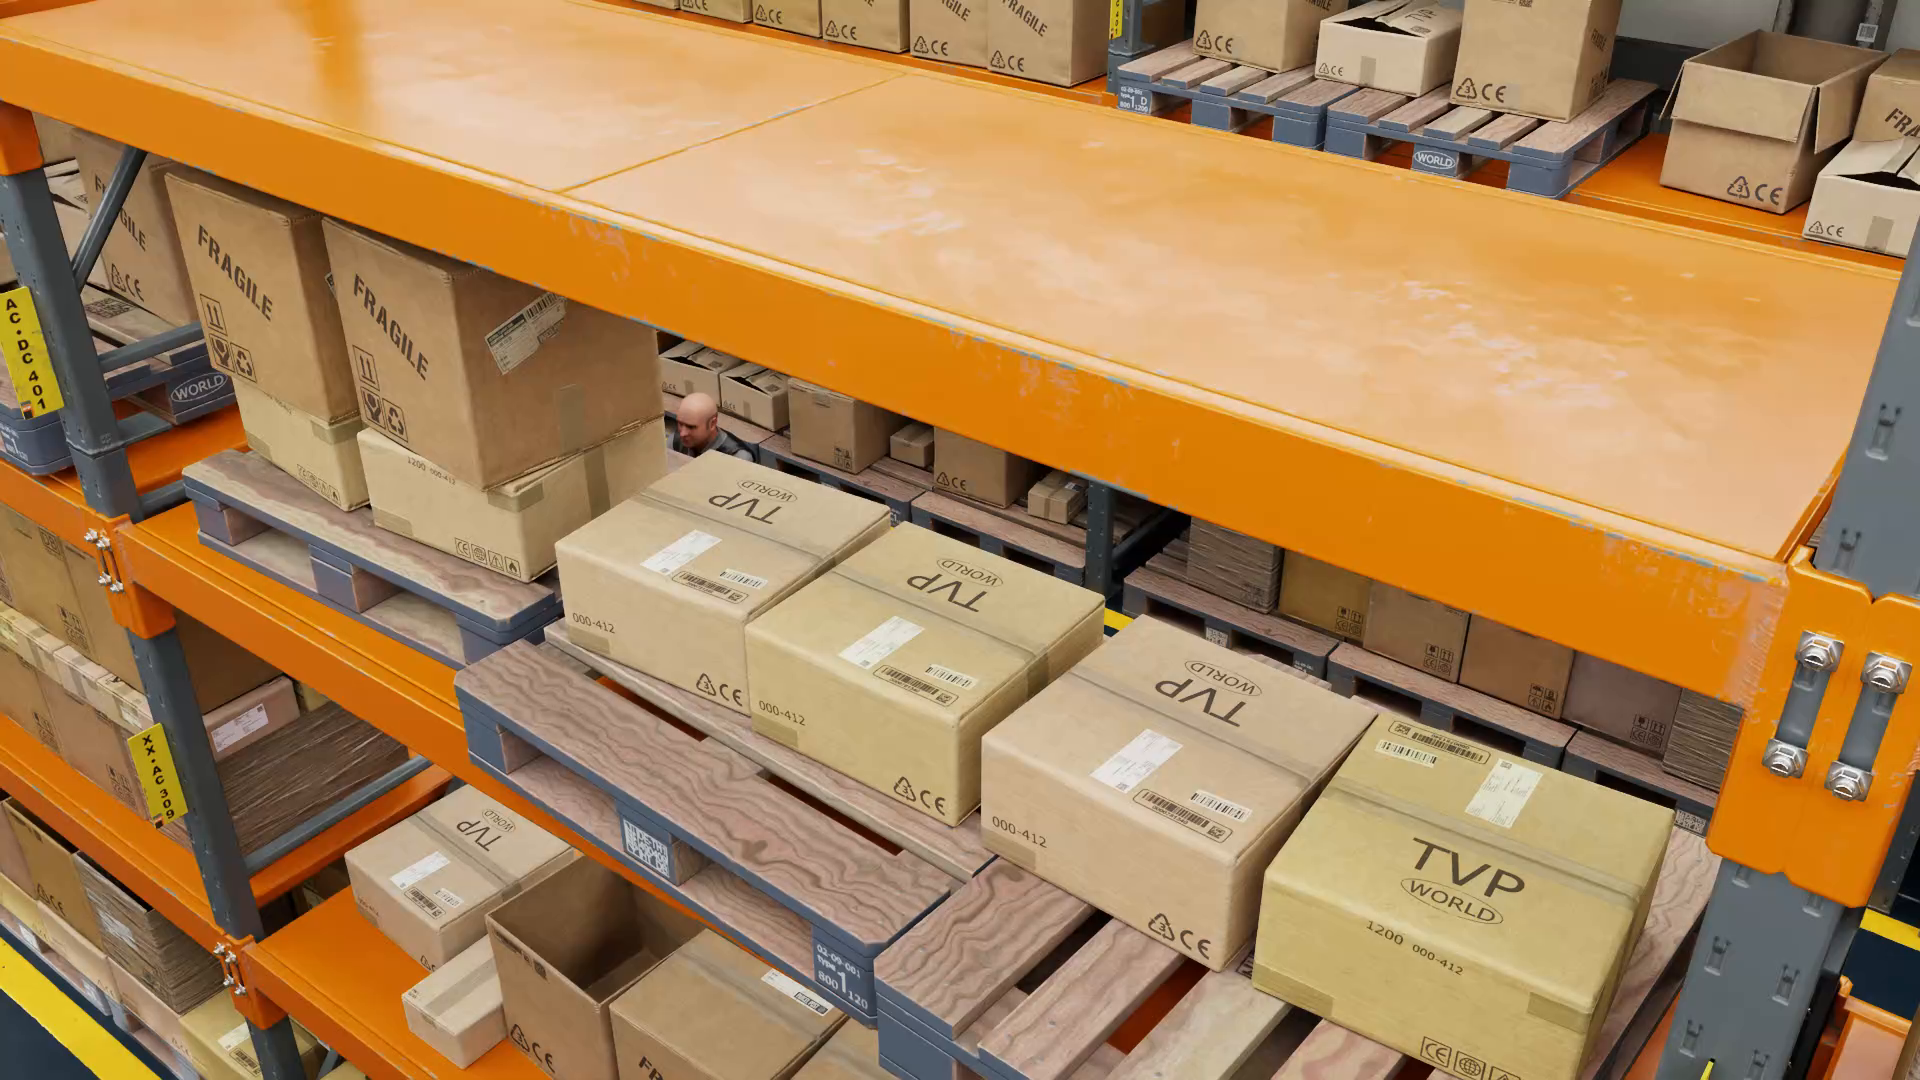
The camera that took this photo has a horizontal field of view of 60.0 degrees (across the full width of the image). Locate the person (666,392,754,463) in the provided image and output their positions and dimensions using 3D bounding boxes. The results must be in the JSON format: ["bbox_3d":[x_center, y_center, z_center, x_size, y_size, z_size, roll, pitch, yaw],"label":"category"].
[{"bbox_3d":[-1.175,0.041,8.041,0.589,1.722,0.412,20,36,30],"label":"person"}]
